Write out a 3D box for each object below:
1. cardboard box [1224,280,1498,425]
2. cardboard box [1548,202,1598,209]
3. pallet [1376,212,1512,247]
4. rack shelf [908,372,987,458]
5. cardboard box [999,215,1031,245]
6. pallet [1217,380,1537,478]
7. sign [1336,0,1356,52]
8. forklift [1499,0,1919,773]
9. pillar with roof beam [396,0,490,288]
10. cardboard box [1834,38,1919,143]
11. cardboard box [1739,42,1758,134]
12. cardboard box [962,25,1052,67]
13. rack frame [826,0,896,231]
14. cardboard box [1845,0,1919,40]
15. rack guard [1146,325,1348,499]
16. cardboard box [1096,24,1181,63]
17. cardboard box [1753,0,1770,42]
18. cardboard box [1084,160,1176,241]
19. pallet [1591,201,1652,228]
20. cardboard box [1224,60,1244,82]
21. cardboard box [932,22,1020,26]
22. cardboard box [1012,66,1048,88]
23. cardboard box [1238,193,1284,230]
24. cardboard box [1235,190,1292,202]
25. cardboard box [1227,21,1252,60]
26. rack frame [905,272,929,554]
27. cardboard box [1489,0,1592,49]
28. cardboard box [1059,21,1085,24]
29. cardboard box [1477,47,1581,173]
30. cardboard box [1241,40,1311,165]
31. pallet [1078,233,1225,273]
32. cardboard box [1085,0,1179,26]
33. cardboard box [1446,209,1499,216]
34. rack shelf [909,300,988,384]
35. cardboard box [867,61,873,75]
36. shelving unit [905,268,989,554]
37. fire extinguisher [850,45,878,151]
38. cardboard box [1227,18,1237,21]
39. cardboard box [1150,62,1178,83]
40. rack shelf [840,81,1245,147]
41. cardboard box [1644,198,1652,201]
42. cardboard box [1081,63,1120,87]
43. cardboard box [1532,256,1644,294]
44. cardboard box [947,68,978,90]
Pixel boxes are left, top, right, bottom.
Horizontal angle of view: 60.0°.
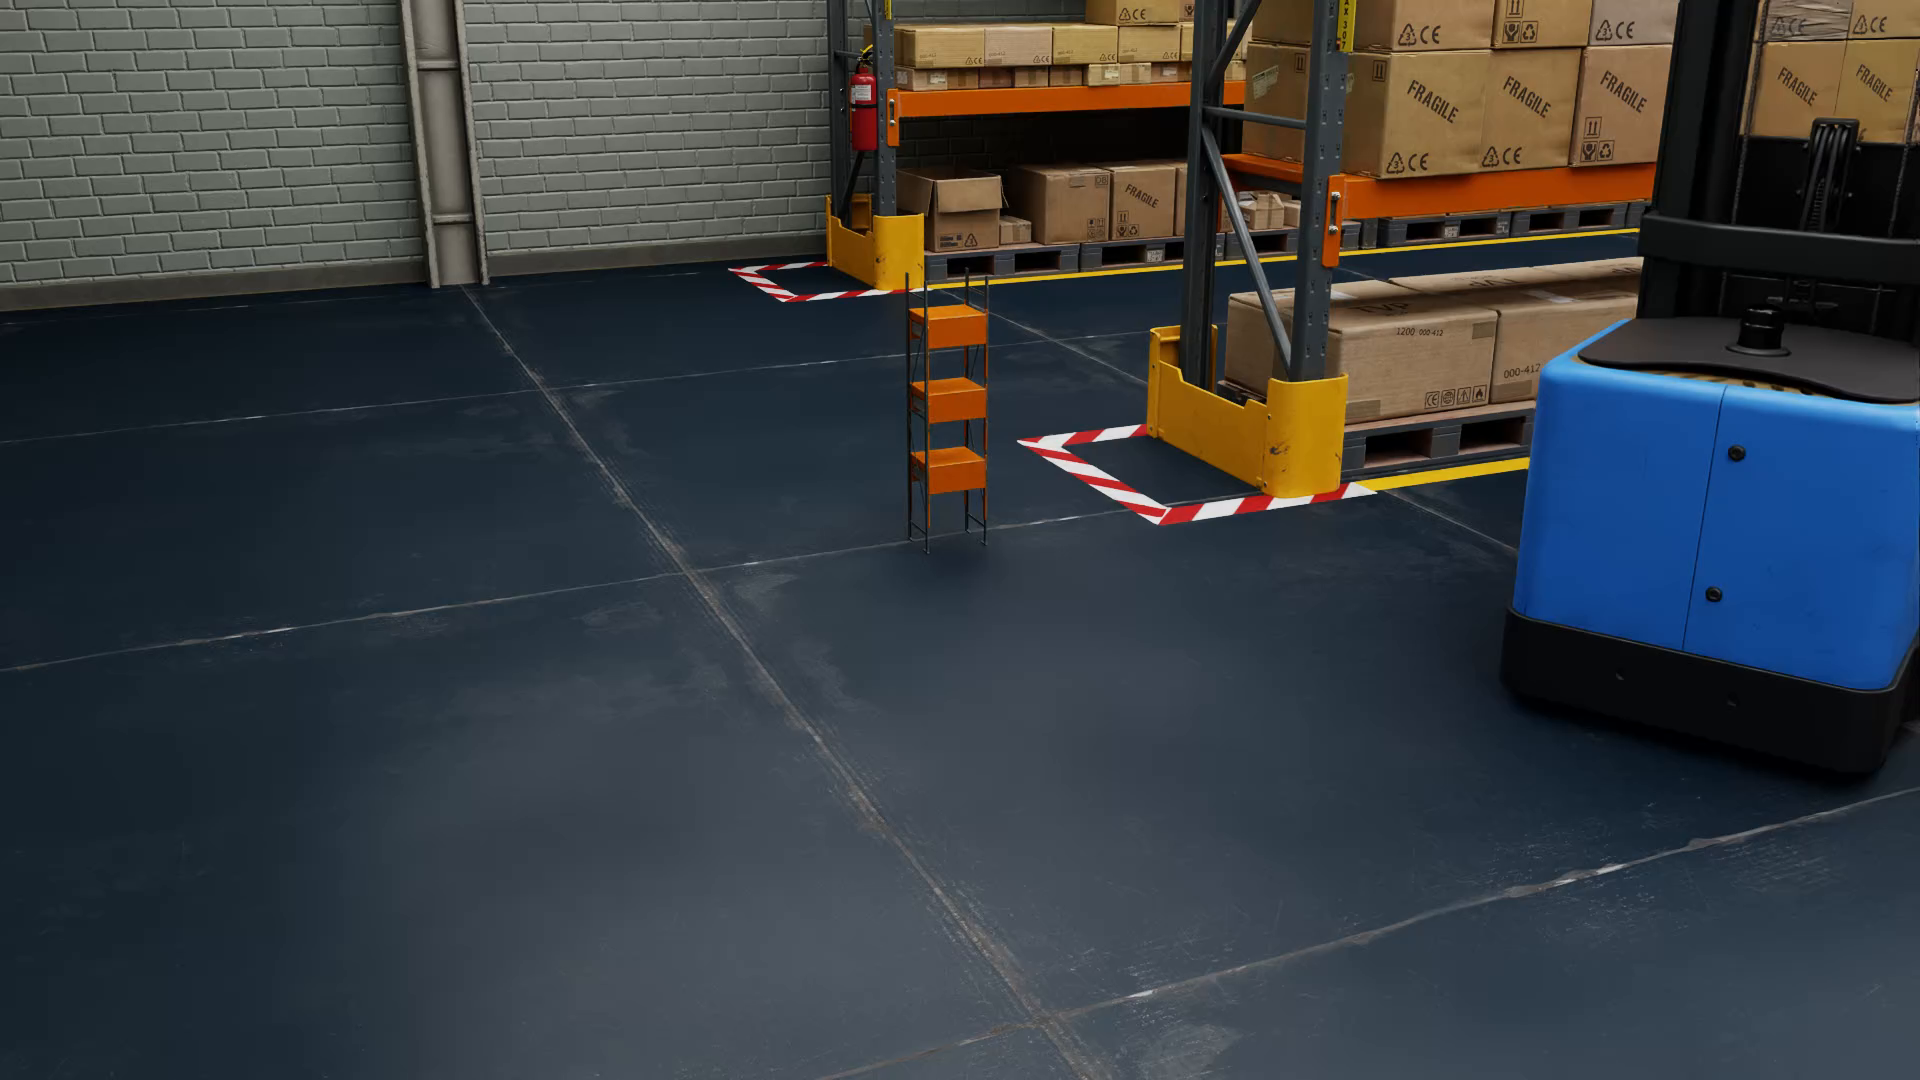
[{"bbox_3d":[1.852,-0.893,7.767,0.875,0.438,0.875,-9,21,-24],"label":"cardboard box"},{"bbox_3d":[4.945,-3.043,13.779,0.500,0.500,0.500,-9,21,-24],"label":"cardboard box"},{"bbox_3d":[3.720,-2.628,13.670,1.213,0.211,1.003,-8,21,-22],"label":"pallet"},{"bbox_3d":[-0.049,-0.478,6.331,0.240,0.259,0.215,-8,21,-22],"label":"rack shelf"},{"bbox_3d":[0.320,-2.248,12.050,0.250,0.149,0.380,-9,21,-24],"label":"cardboard box"},{"bbox_3d":[1.988,-0.600,7.907,1.213,0.211,1.003,-8,21,-22],"label":"pallet"},{"bbox_3d":[1.500,-2.062,6.438,0.005,0.325,0.100,-8,21,-22],"label":"sign"},{"bbox_3d":[2.922,-1.177,5.450,1.130,2.935,3.031,14,24,34],"label":"forklift"},{"bbox_3d":[-1.812,-4.736,6.424,0.400,9.000,9.100,-8,21,-22],"label":"pillar with roof beam"},{"bbox_3d":[4.163,-2.151,7.964,0.500,0.500,0.500,-9,21,-23],"label":"cardboard box"},{"bbox_3d":[3.221,-2.016,7.581,0.500,0.500,0.500,-7,21,-20],"label":"cardboard box"},{"bbox_3d":[0.302,-3.413,11.475,0.500,0.250,0.500,-8,21,-21],"label":"cardboard box"},{"bbox_3d":[-0.684,-3.299,11.375,0.127,3.000,1.000,-8,21,-22],"label":"rack frame"},{"bbox_3d":[4.165,-2.620,7.791,0.500,0.500,0.500,-8,21,-23],"label":"cardboard box"},{"bbox_3d":[1.263,-0.604,7.484,0.348,0.500,1.175,-8,21,-22],"label":"rack guard"},{"bbox_3d":[1.227,-3.554,11.877,0.500,0.250,0.500,-9,21,-23],"label":"cardboard box"},{"bbox_3d":[3.238,-2.487,7.413,0.500,0.500,0.500,-8,21,-22],"label":"cardboard box"},{"bbox_3d":[1.240,-2.509,12.264,0.500,0.500,0.500,-8,21,-21],"label":"cardboard box"},{"bbox_3d":[5.961,-2.949,14.581,1.213,0.211,1.003,-8,21,-22],"label":"pallet"},{"bbox_3d":[1.861,-3.437,12.145,0.250,0.149,0.380,-8,21,-23],"label":"cardboard box"},{"bbox_3d":[0.107,-3.578,11.944,0.500,0.250,0.500,-8,21,-22],"label":"cardboard box"},{"bbox_3d":[0.425,-3.247,11.607,0.250,0.149,0.380,-7,21,-20],"label":"cardboard box"},{"bbox_3d":[2.265,-2.524,12.658,0.258,0.266,0.396,-7,21,-20],"label":"cardboard box"},{"bbox_3d":[2.288,-2.740,13.204,0.500,0.311,0.500,-7,21,-20],"label":"cardboard box"},{"bbox_3d":[2.163,-3.683,12.244,0.500,0.250,0.500,-8,21,-22],"label":"cardboard box"},{"bbox_3d":[-0.161,-0.472,6.282,0.008,1.050,0.200,-8,21,-22],"label":"rack frame"},{"bbox_3d":[2.310,-2.351,7.027,0.500,0.500,0.500,-9,21,-23],"label":"cardboard box"},{"bbox_3d":[1.044,-3.710,12.320,0.500,0.250,0.500,-8,21,-22],"label":"cardboard box"},{"bbox_3d":[2.293,-1.884,7.205,0.500,0.500,0.500,-8,21,-23],"label":"cardboard box"},{"bbox_3d":[1.623,-1.977,7.470,0.500,0.500,0.500,-8,21,-22],"label":"cardboard box"},{"bbox_3d":[1.236,-2.258,12.618,1.213,0.211,1.003,-8,21,-22],"label":"pallet"},{"bbox_3d":[1.216,-3.897,11.723,0.500,0.500,0.500,-8,21,-21],"label":"cardboard box"},{"bbox_3d":[4.007,-2.912,13.408,0.500,0.500,0.500,-8,21,-23],"label":"cardboard box"},{"bbox_3d":[-0.049,-0.746,6.237,0.240,0.259,0.215,-8,21,-22],"label":"rack shelf"},{"bbox_3d":[-0.486,-3.306,11.773,0.250,0.149,0.380,-8,21,-23],"label":"cardboard box"},{"bbox_3d":[-0.049,-0.488,6.328,0.252,1.050,0.215,-8,21,-22],"label":"shelving unit"},{"bbox_3d":[-0.636,-2.926,10.995,0.183,0.674,0.296,-8,21,-22],"label":"fire extinguisher"},{"bbox_3d":[1.969,-3.844,12.701,0.500,0.250,0.500,-8,21,-22],"label":"cardboard box"},{"bbox_3d":[1.372,-3.390,12.012,0.250,0.149,0.380,-8,21,-22],"label":"cardboard box"},{"bbox_3d":[1.152,-3.223,12.242,4.000,0.370,1.077,-8,21,-22],"label":"rack shelf"},{"bbox_3d":[5.894,-3.187,14.188,0.500,0.500,0.500,-8,21,-23],"label":"cardboard box"},{"bbox_3d":[0.929,-3.294,11.740,0.250,0.149,0.380,-9,21,-23],"label":"cardboard box"},{"bbox_3d":[3.517,-1.134,8.451,0.875,0.438,0.875,-9,21,-24],"label":"cardboard box"},{"bbox_3d":[-0.059,-3.188,11.437,0.250,0.149,0.380,-8,21,-21],"label":"cardboard box"}]
